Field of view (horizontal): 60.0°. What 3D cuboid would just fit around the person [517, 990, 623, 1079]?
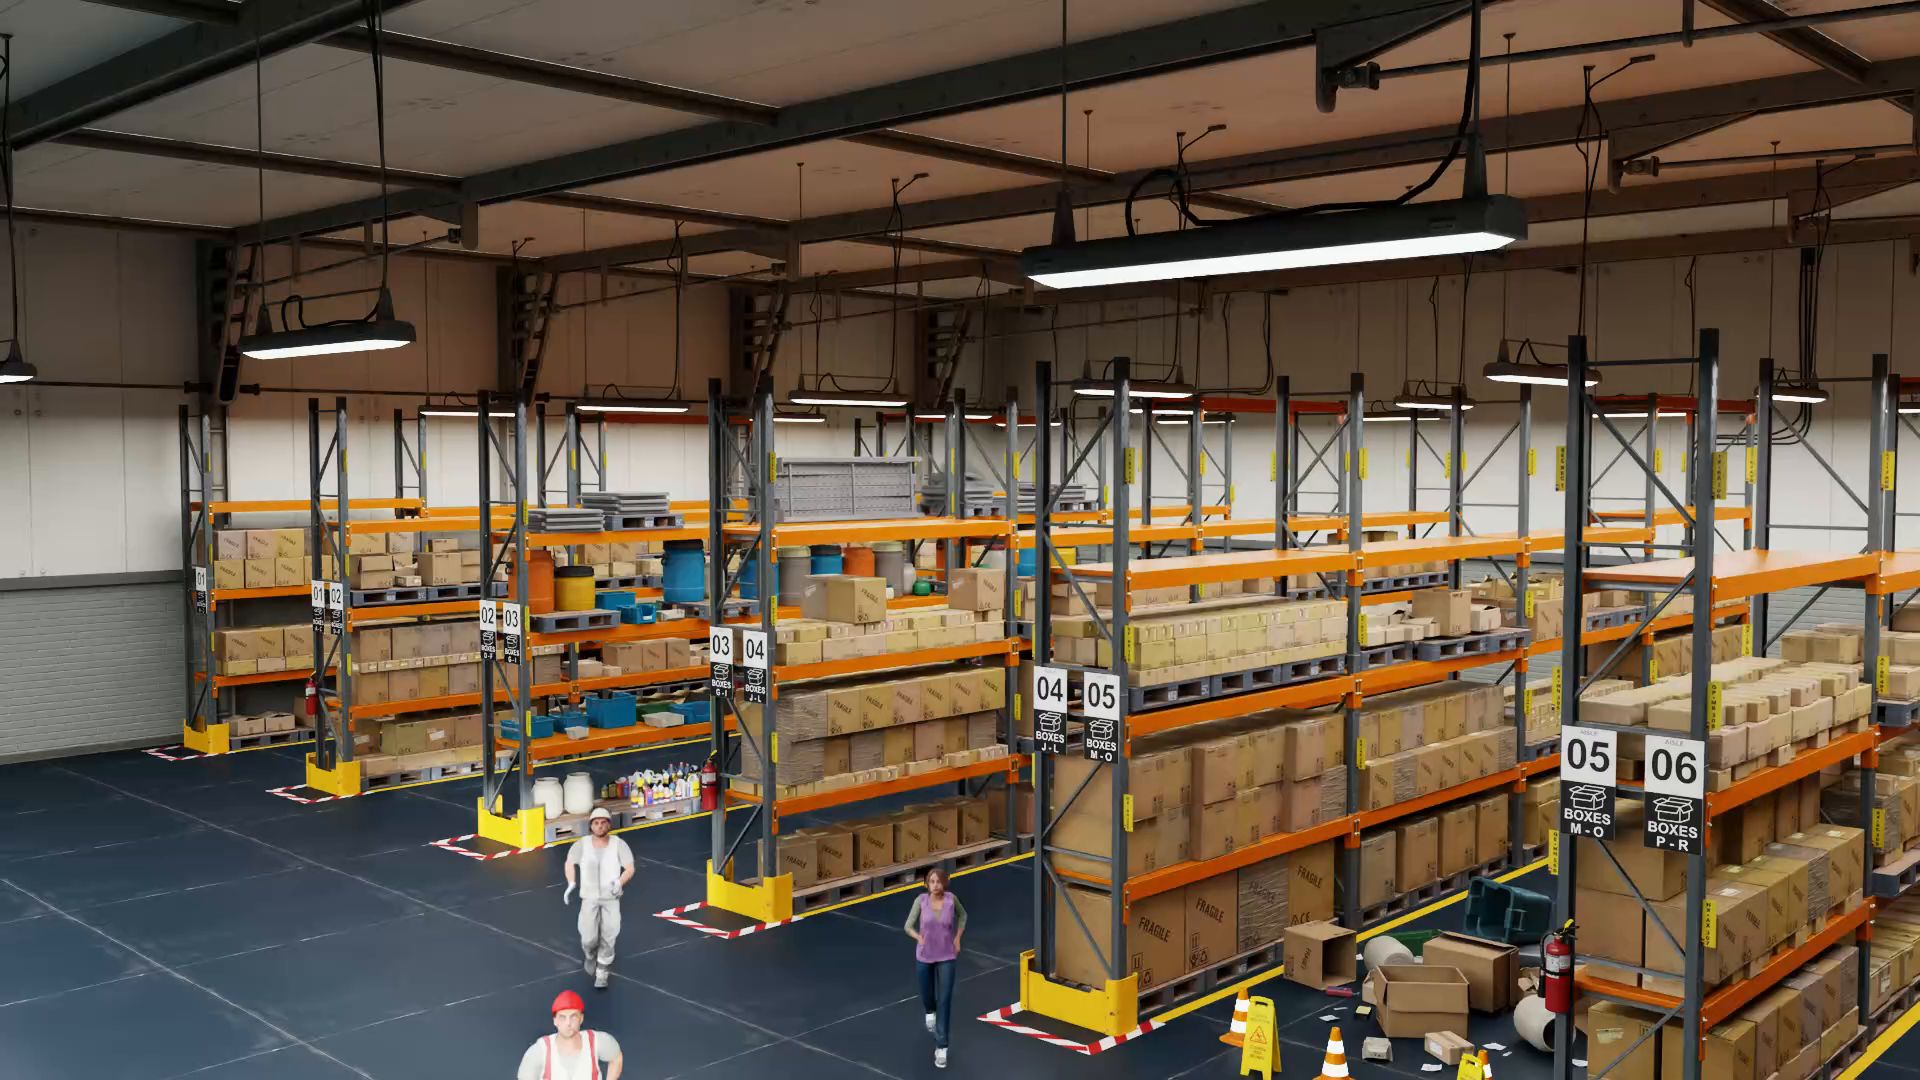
[{"bbox_3d":[-2.425,3.696,10.328,0.648,1.809,0.920,-1,3,-10],"label":"person"}]

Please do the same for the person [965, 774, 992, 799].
[{"bbox_3d":[0.263,3.130,23.554,0.500,1.564,0.730,2,4,35],"label":"person"}]

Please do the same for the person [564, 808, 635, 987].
[{"bbox_3d":[-3.456,3.447,15.963,0.667,1.739,0.588,-1,3,-11],"label":"person"}]

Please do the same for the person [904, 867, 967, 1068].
[{"bbox_3d":[-0.207,3.598,14.270,0.544,1.594,0.878,0,3,-1],"label":"person"}]
